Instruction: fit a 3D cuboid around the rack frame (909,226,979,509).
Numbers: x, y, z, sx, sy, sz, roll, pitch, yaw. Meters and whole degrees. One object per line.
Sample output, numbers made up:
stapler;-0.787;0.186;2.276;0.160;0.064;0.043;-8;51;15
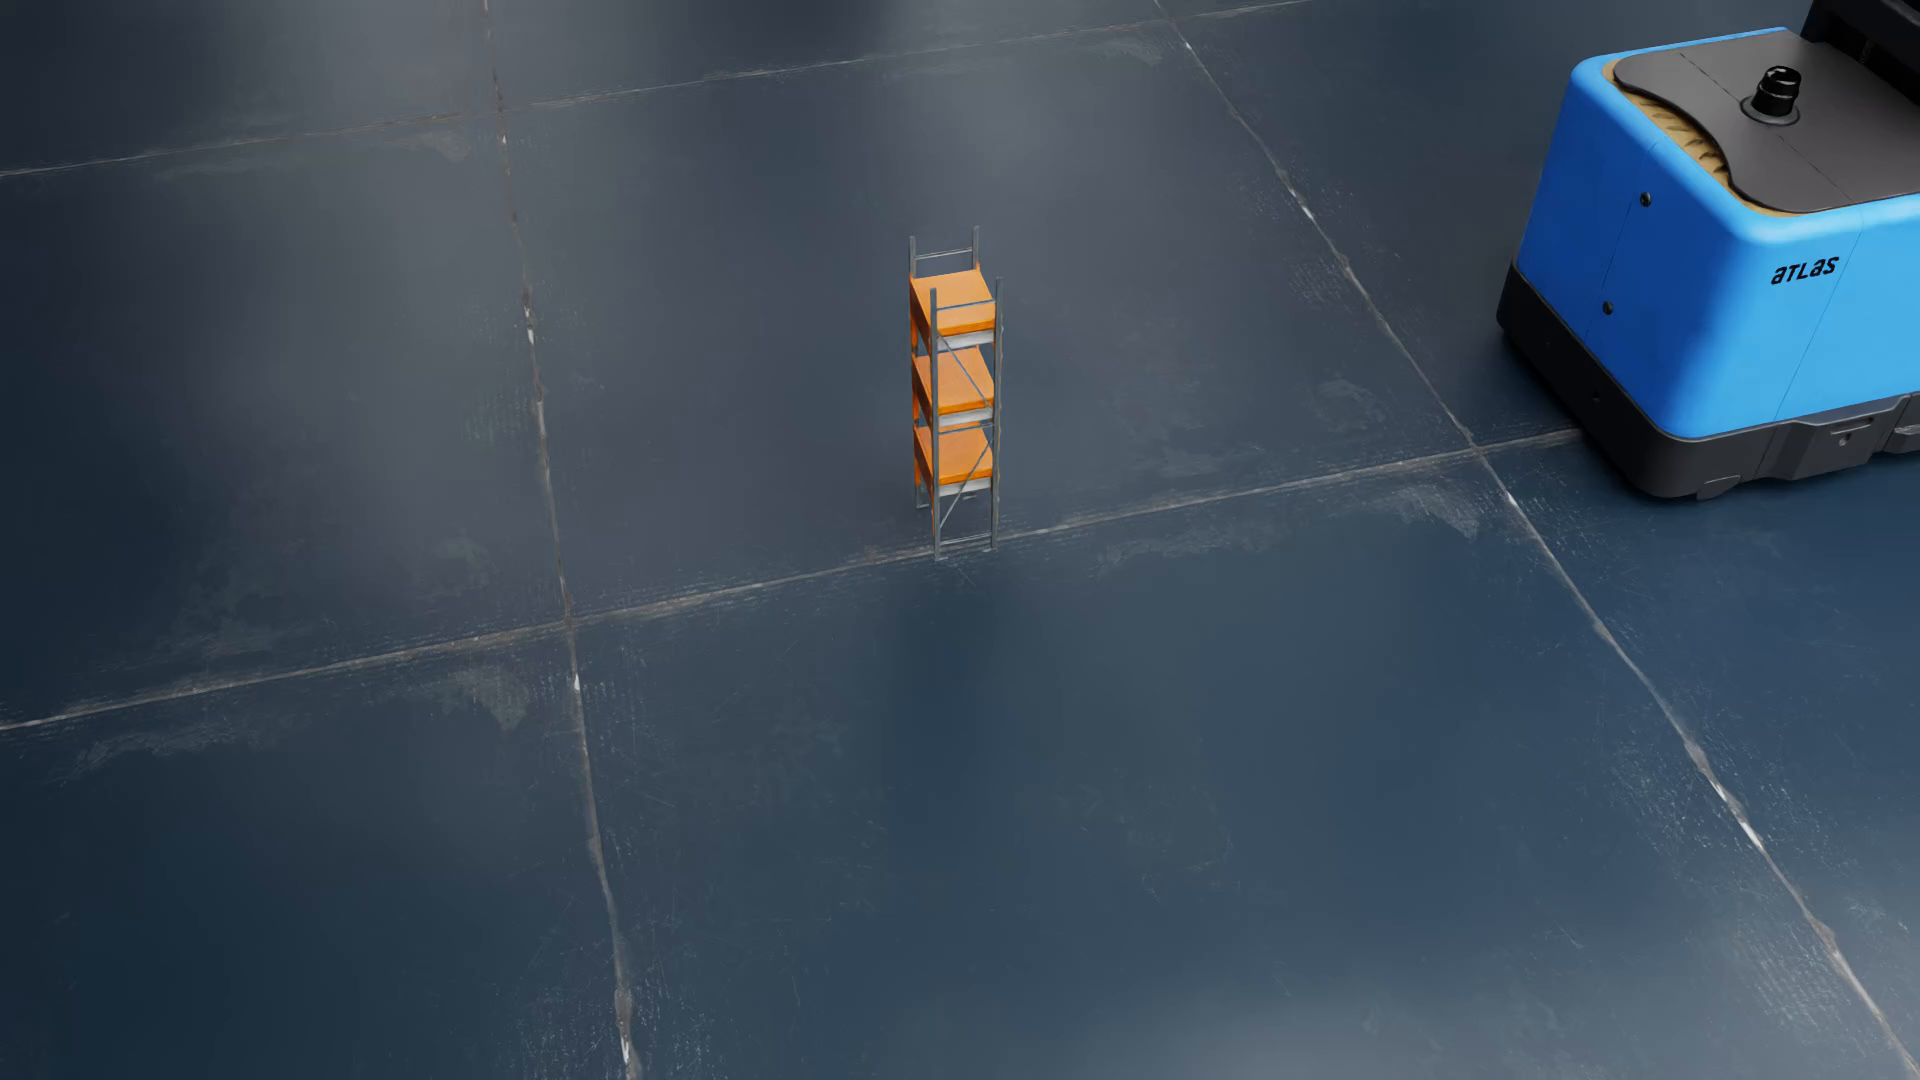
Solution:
rack frame;-0.045;-0.489;4.994;0.200;1.050;0.008;-11;47;-10

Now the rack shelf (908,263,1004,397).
rack shelf;-0.014;-0.596;4.716;0.215;0.259;0.240;-11;47;-10

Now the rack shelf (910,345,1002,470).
rack shelf;-0.014;-0.397;4.919;0.215;0.259;0.240;-11;47;-10

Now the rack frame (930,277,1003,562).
rack frame;0.018;-0.320;4.829;0.200;1.050;0.008;-11;47;-10

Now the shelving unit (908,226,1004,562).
shelving unit;-0.014;-0.404;4.911;0.215;1.050;0.252;-11;47;-10

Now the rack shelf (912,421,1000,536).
rack shelf;-0.014;-0.202;5.117;0.215;0.259;0.240;-11;47;-10

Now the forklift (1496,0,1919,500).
forklift;3.484;-1.754;4.917;3.031;2.935;1.130;-12;47;-11
